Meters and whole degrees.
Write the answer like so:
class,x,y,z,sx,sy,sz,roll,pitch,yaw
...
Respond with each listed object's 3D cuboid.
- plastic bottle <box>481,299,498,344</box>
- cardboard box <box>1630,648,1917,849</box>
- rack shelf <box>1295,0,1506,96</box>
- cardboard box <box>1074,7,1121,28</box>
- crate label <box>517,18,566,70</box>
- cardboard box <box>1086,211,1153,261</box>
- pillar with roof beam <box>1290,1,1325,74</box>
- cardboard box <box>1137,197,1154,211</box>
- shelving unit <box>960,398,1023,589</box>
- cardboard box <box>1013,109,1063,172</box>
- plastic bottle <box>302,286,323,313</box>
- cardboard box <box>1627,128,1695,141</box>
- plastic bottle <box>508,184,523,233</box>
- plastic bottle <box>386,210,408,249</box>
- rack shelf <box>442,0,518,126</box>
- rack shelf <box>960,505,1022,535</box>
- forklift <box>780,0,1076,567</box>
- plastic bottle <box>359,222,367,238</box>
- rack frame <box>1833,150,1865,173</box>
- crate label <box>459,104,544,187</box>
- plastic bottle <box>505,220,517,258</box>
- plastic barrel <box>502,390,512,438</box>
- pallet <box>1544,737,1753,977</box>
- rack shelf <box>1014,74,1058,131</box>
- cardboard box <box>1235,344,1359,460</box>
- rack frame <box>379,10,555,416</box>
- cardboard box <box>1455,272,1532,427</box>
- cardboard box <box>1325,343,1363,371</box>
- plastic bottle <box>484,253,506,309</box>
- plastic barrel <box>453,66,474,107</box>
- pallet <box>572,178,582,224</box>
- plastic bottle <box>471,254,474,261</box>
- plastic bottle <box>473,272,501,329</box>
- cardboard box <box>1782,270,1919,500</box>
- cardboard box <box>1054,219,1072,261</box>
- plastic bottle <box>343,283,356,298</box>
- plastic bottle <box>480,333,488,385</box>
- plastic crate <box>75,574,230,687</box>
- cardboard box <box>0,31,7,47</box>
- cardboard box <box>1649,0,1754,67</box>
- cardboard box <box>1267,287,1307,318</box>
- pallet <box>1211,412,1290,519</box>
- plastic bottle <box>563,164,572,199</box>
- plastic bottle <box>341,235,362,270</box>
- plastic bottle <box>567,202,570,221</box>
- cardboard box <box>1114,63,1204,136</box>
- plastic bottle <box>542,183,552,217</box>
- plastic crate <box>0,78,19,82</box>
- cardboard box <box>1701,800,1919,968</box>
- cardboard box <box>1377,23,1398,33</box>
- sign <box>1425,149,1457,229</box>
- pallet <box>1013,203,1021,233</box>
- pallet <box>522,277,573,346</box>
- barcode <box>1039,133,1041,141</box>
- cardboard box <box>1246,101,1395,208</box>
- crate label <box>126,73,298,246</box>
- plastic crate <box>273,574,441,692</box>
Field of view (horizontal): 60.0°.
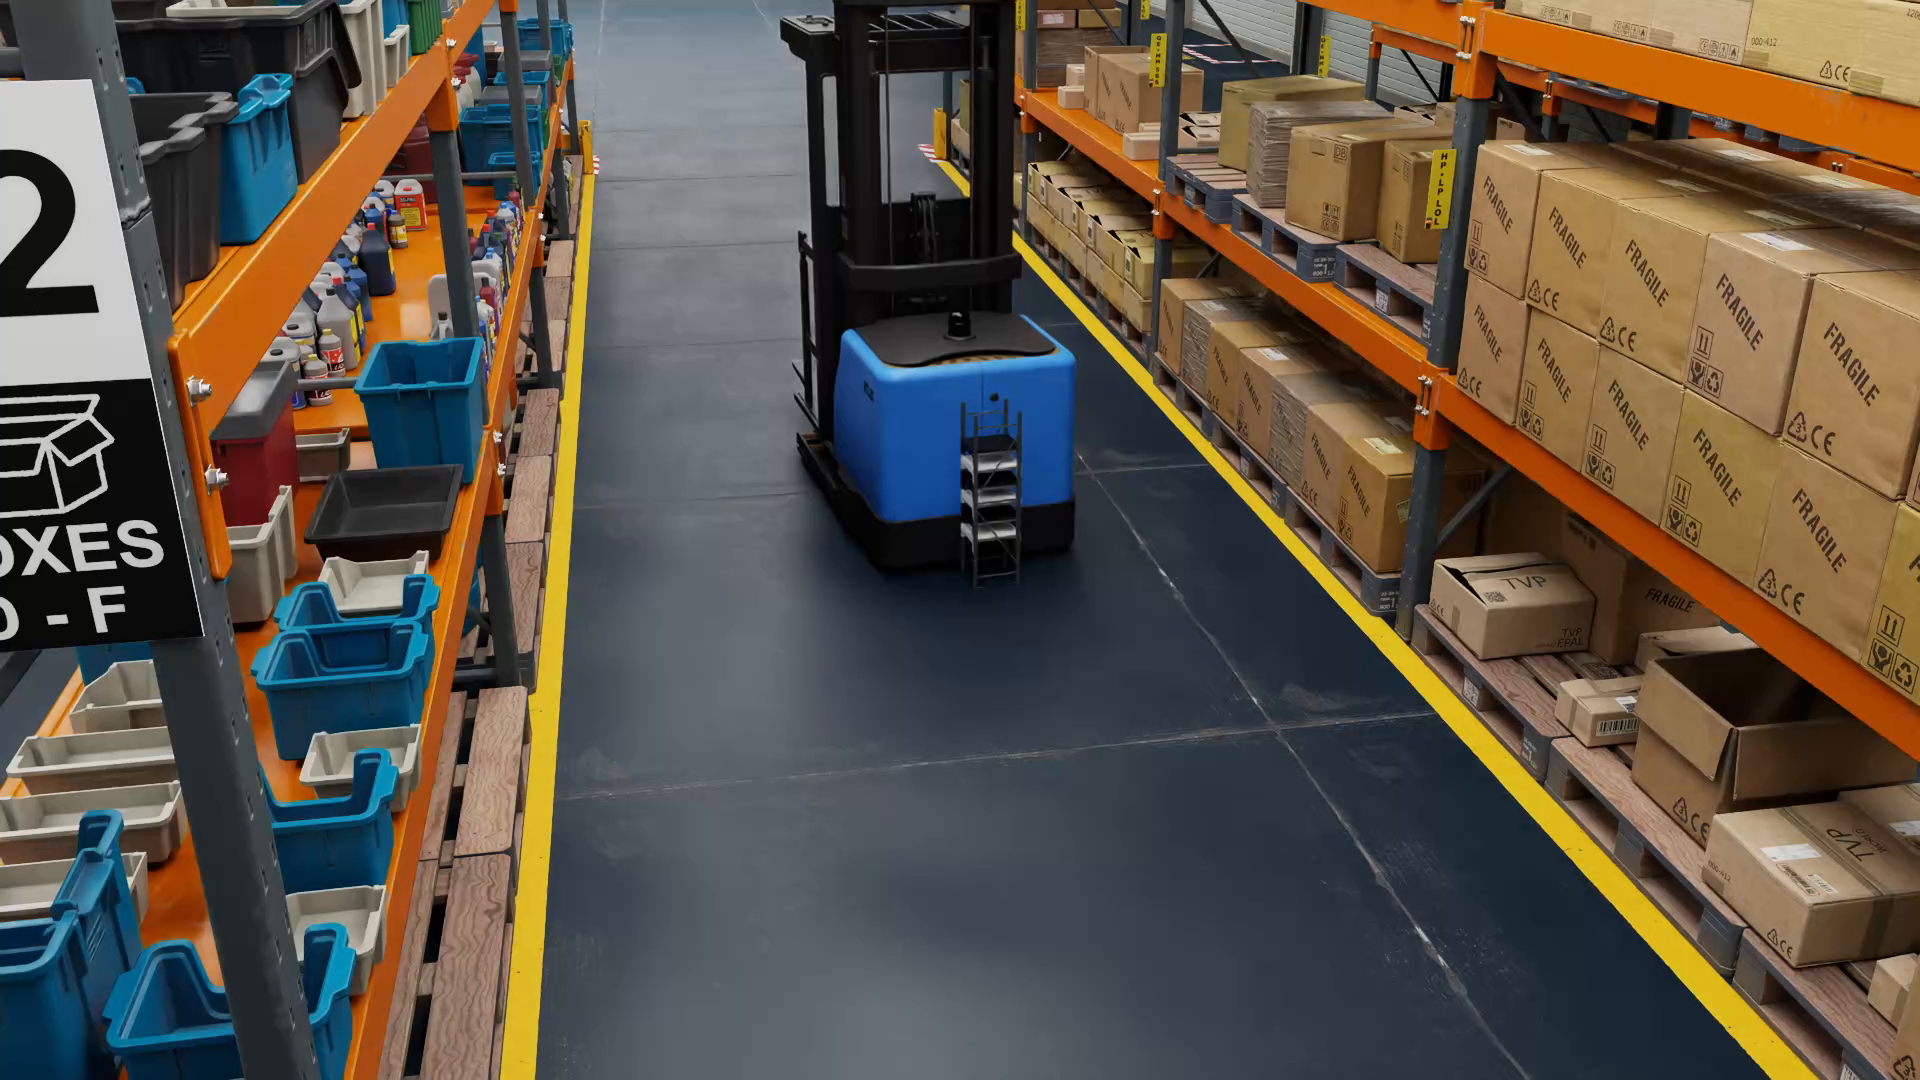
class,x,y,z,sx,sy,sz,roll,pitch,yaw
plastic bottle,-2.147,-0.982,7.499,0.097,0.201,0.097,0,24,0
cardboard box,2.884,0.721,5.921,0.797,0.503,0.637,-4,24,-10
rack shelf,2.161,-2.792,8.545,1.077,0.370,4.000,-4,24,-10
cardboard box,1.192,-4.570,14.530,0.380,0.149,0.250,-4,24,-10
crate label,-3.950,-4.627,15.553,0.502,0.435,0.616,-4,24,-10
cardboard box,1.260,-2.313,12.509,0.500,0.311,0.500,-4,24,-10
pillar with roof beam,0.819,-10.627,21.840,9.100,9.000,0.400,-4,24,-10
cardboard box,1.690,-2.559,13.072,0.500,0.311,0.500,-5,24,-10
shelving unit,0.150,-0.223,8.137,0.258,0.900,0.210,-7,25,-16
cardboard box,0.670,-3.746,15.554,0.500,0.500,0.500,-4,24,-10
plastic bottle,-2.863,-0.982,7.313,0.144,0.351,0.185,-4,24,-10
cardboard box,6.157,-3.413,14.454,0.500,0.250,0.500,-5,24,-11
plastic bottle,-2.540,-1.896,9.490,0.061,0.283,0.133,-4,24,-10
plastic bottle,-3.110,-1.718,9.183,0.097,0.201,0.097,0,24,0
rack shelf,-2.707,-2.426,7.709,1.077,0.370,4.000,-4,24,-10
rack shelf,0.150,-0.110,8.186,0.258,0.077,0.200,-7,25,-16
forklift,-0.329,-1.775,9.152,1.130,2.935,3.031,-7,25,-16
plastic bottle,-3.210,-1.601,8.916,0.097,0.201,0.097,0,24,0
rack frame,6.659,-2.901,11.646,1.000,3.000,0.127,-4,24,-10
crate label,-2.995,-2.595,10.900,0.502,0.435,0.616,-4,24,-10
plastic bottle,-2.447,-1.621,8.961,0.097,0.201,0.097,0,24,0
plastic barrel,-2.778,-0.814,9.449,0.421,0.512,0.421,0,24,0
pallet,2.886,1.069,6.039,1.003,0.211,1.213,-4,24,-10
rack shelf,0.682,-4.564,16.350,1.077,0.370,4.000,-4,24,-10
cardboard box,1.887,-0.781,9.364,0.500,0.500,0.500,-5,24,-12
rack frame,-3.077,-2.168,9.967,1.000,3.000,0.127,-4,24,-10
cardboard box,2.358,-0.785,6.675,0.500,0.500,0.500,-4,24,-8
cardboard box,2.394,-0.829,9.475,0.500,0.500,0.500,-5,24,-12
plastic bottle,-2.257,-1.249,8.023,0.097,0.271,0.097,0,24,0
plastic barrel,-3.720,-3.123,11.982,0.433,0.535,0.433,0,24,0
pallet,-4.129,-3.212,15.840,1.003,0.211,1.213,-4,24,-10
plastic bottle,-2.435,-1.315,8.174,0.097,0.271,0.097,0,24,0
plastic bottle,-2.220,-1.112,7.704,0.152,0.276,0.135,-4,24,-10
cardboard box,2.724,-0.448,4.653,0.500,0.500,0.500,-4,24,-8
cardboard box,1.075,-2.457,13.540,0.500,0.250,0.500,-5,24,-11
plastic bottle,-2.770,-1.026,7.511,0.097,0.271,0.097,0,24,0
plastic bottle,-2.011,-0.770,6.910,0.061,0.283,0.133,-4,24,-10
plastic crate,-2.230,0.239,4.589,0.416,0.233,0.300,-4,24,-10
cardboard box,-9.089,-4.524,14.865,0.875,0.500,0.500,-4,24,-10
cardboard box,2.557,-1.663,5.249,0.500,0.250,0.500,-4,24,-10
cardboard box,2.210,-1.561,10.212,0.500,0.250,0.500,-3,24,-8
pallet,2.115,-0.480,9.586,1.003,0.211,1.213,-4,24,-10
plastic bottle,-3.672,-3.319,15.361,0.144,0.351,0.185,-4,24,-10
plastic bottle,-3.058,-1.372,8.298,0.152,0.276,0.135,-4,24,-10
plastic bottle,-3.483,-2.899,14.586,0.097,0.201,0.097,0,24,0
cardboard box,1.465,-3.238,12.291,0.500,0.500,0.500,-6,24,-13
plastic bottle,-3.700,-3.067,14.784,0.144,0.351,0.185,-4,24,-10
plastic crate,-2.224,-1.070,4.033,0.437,0.136,0.530,-4,24,-10
cardboard box,2.782,1.100,5.369,0.500,0.250,0.500,-4,24,-10
cardboard box,4.958,-5.773,18.383,0.500,0.250,0.500,-5,24,-11
sign,1.986,-1.448,6.871,0.100,0.325,0.005,-4,24,-10
pallet,0.946,-3.145,15.687,1.003,0.211,1.213,-4,24,-10
pallet,-3.404,-1.677,12.326,1.003,0.211,1.213,-4,24,-10
barcode,0.690,-3.472,14.325,0.001,0.075,0.075,-4,24,-10
cardboard box,2.000,-2.158,9.295,0.700,0.500,0.500,0,24,0
crate label,-1.451,-0.715,3.077,0.408,0.251,0.502,-4,24,-10
plastic crate,-1.619,0.270,4.518,0.416,0.233,0.300,-4,24,-10
